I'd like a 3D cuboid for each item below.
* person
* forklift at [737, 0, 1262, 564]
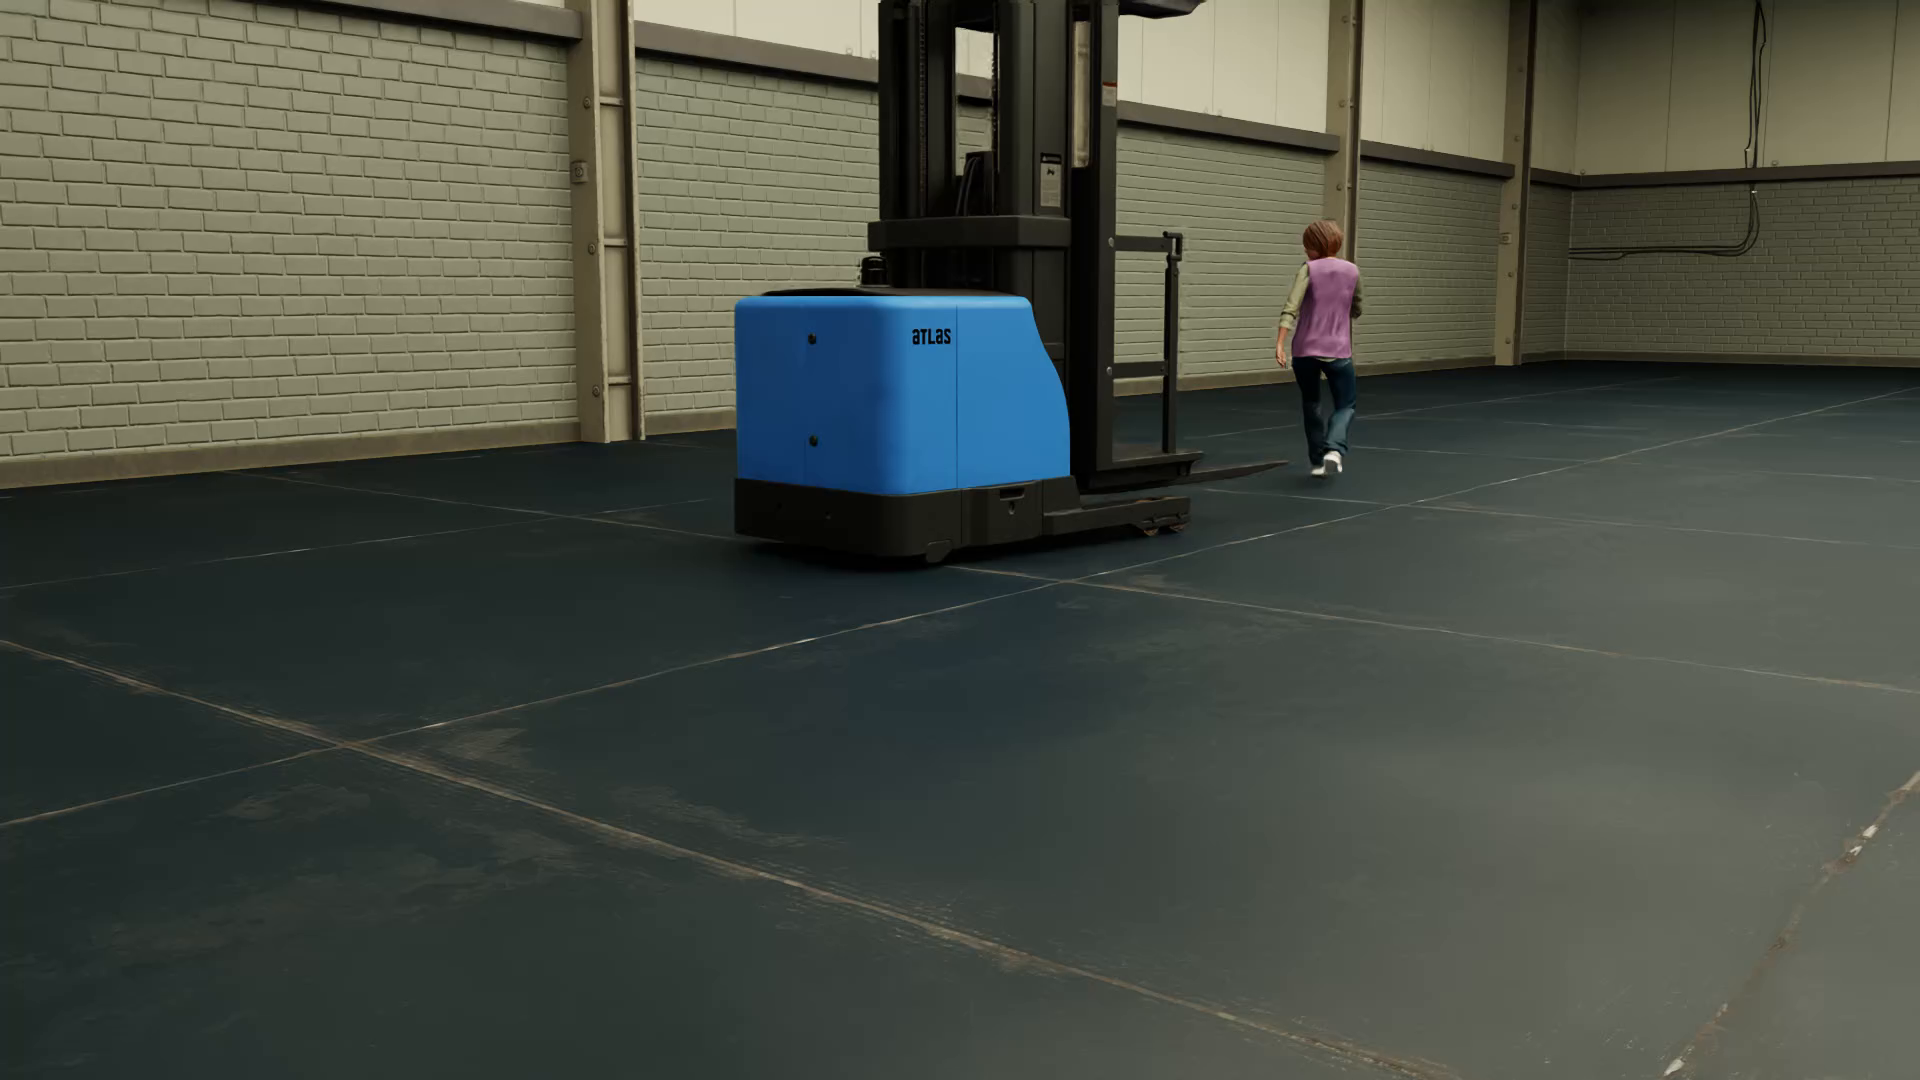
[{"bbox_3d":[2.121,-1.094,9.810,0.529,1.487,0.613,2,9,12],"label":"person"},{"bbox_3d":[0.381,-1.522,7.680,1.130,2.935,3.031,7,11,39],"label":"forklift"}]
